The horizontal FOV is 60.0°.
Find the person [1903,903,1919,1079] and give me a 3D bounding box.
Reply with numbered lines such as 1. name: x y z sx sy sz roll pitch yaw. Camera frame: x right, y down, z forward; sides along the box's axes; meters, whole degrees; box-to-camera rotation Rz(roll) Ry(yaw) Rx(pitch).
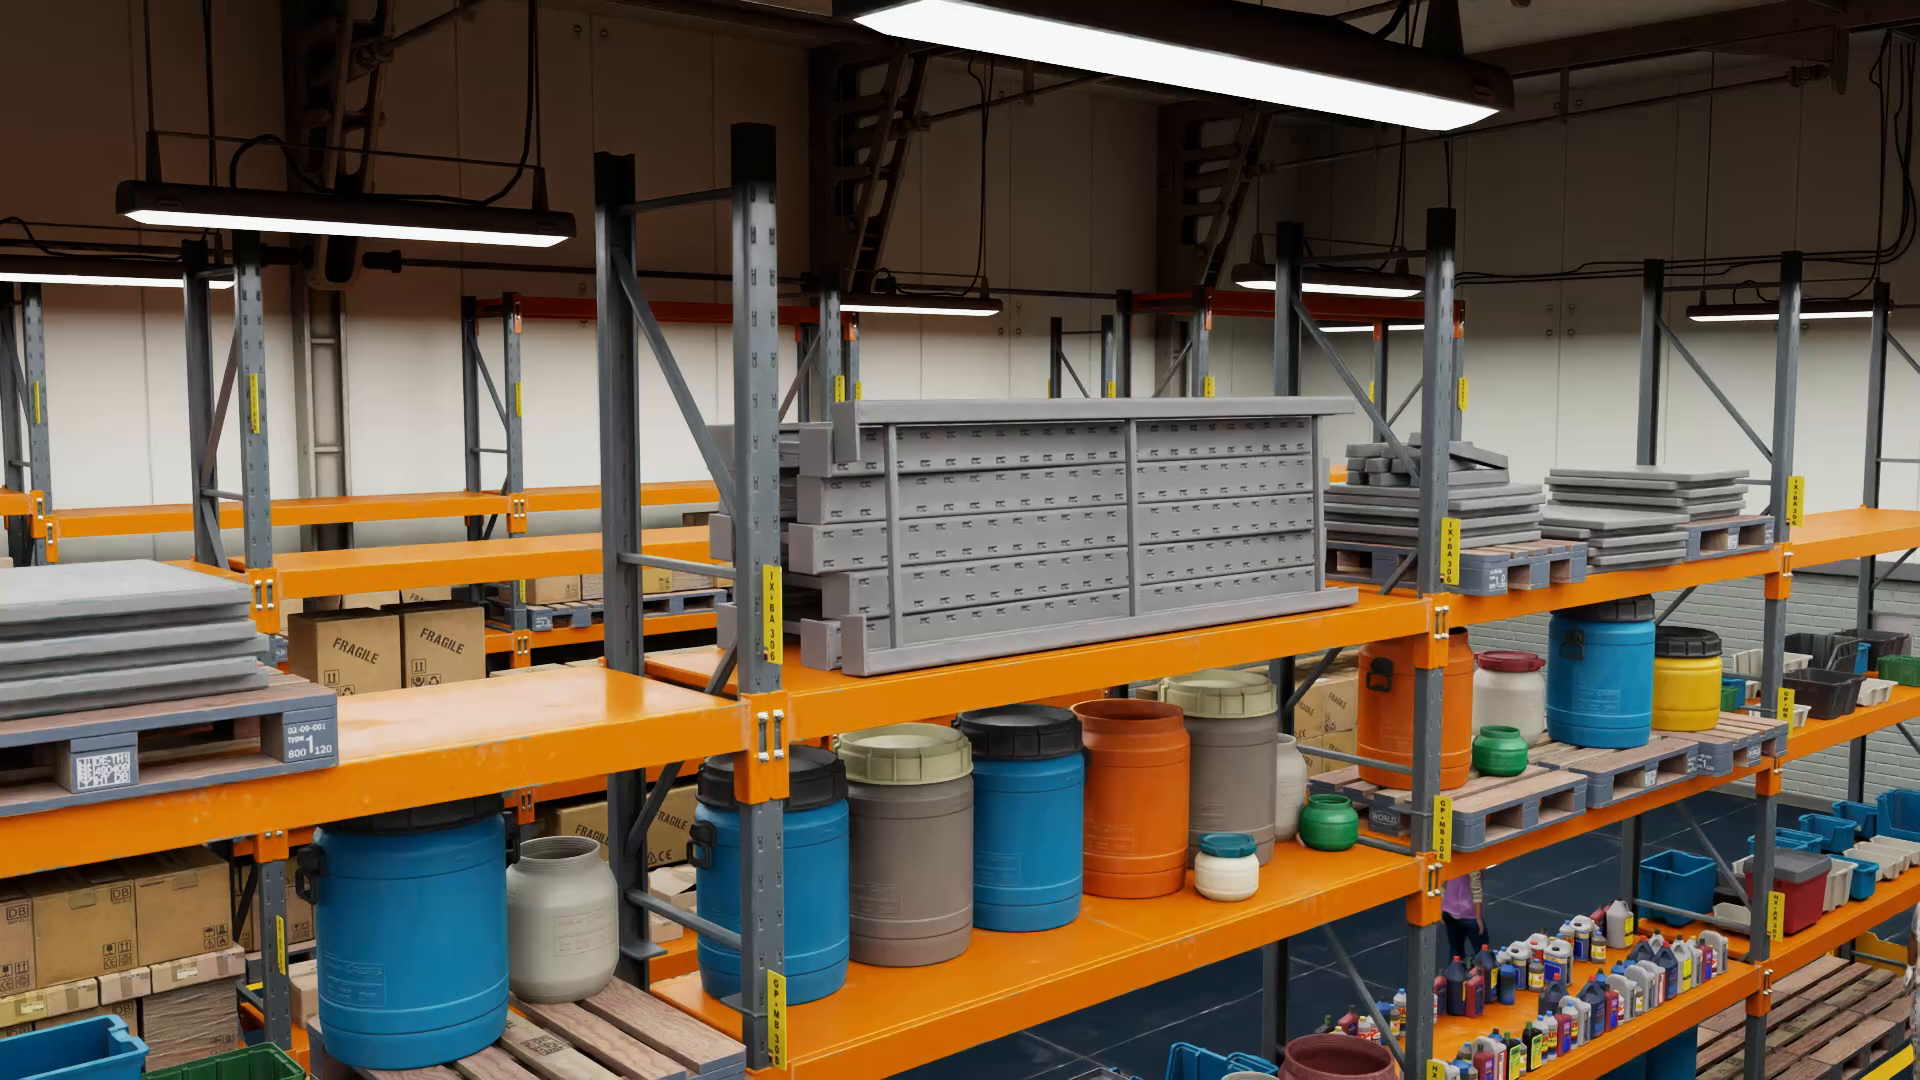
1. person: 6.947 3.174 11.705 0.836 1.777 0.664 -5 7 -42

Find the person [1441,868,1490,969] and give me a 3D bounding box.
1. person: 4.099 3.086 13.655 0.469 1.595 0.462 -3 6 -32
